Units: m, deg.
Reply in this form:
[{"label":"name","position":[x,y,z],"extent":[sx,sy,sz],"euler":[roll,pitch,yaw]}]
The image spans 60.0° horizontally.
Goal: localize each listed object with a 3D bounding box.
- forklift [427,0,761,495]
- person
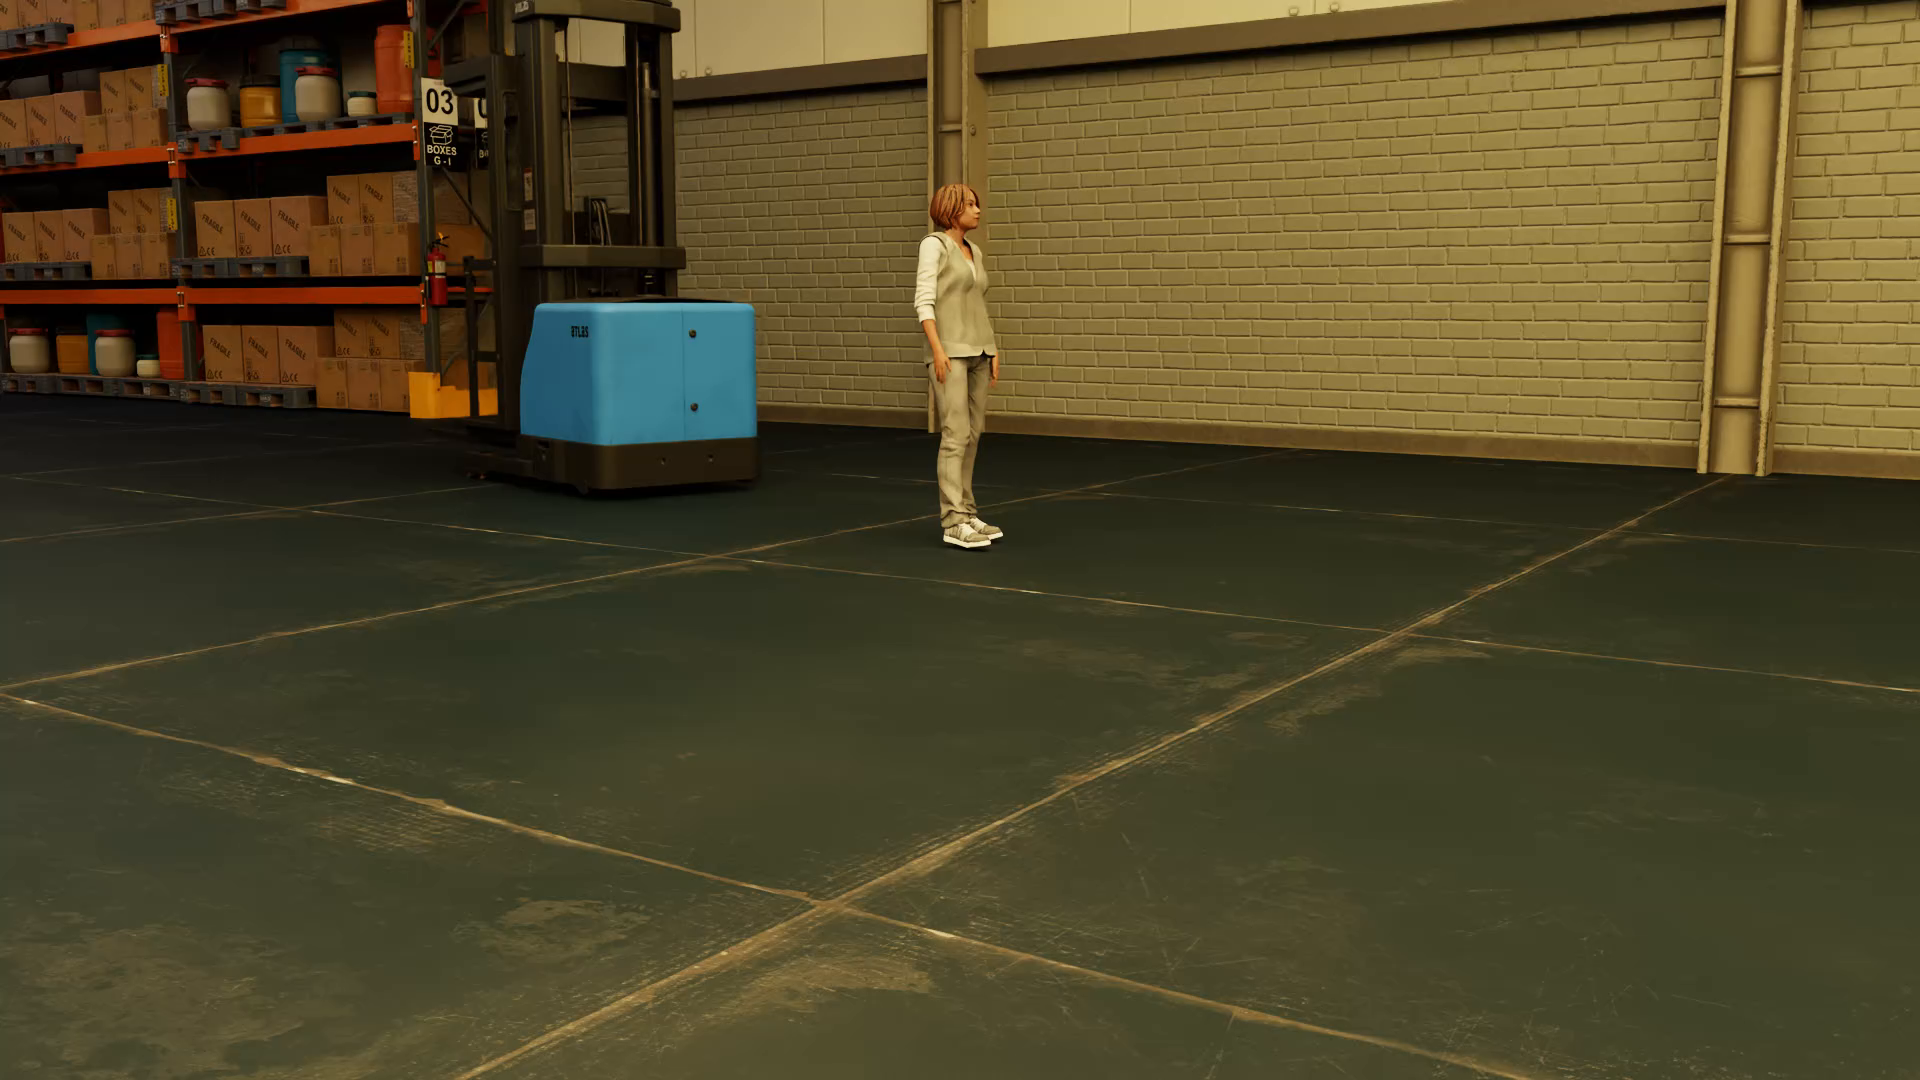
[{"label":"forklift","position":[-2.461,-1.860,10.275],"extent":[1.130,2.935,3.031],"euler":[-6,10,-38]},{"label":"person","position":[0.054,-0.790,7.438],"extent":[0.473,1.599,0.521],"euler":[5,10,34]}]
